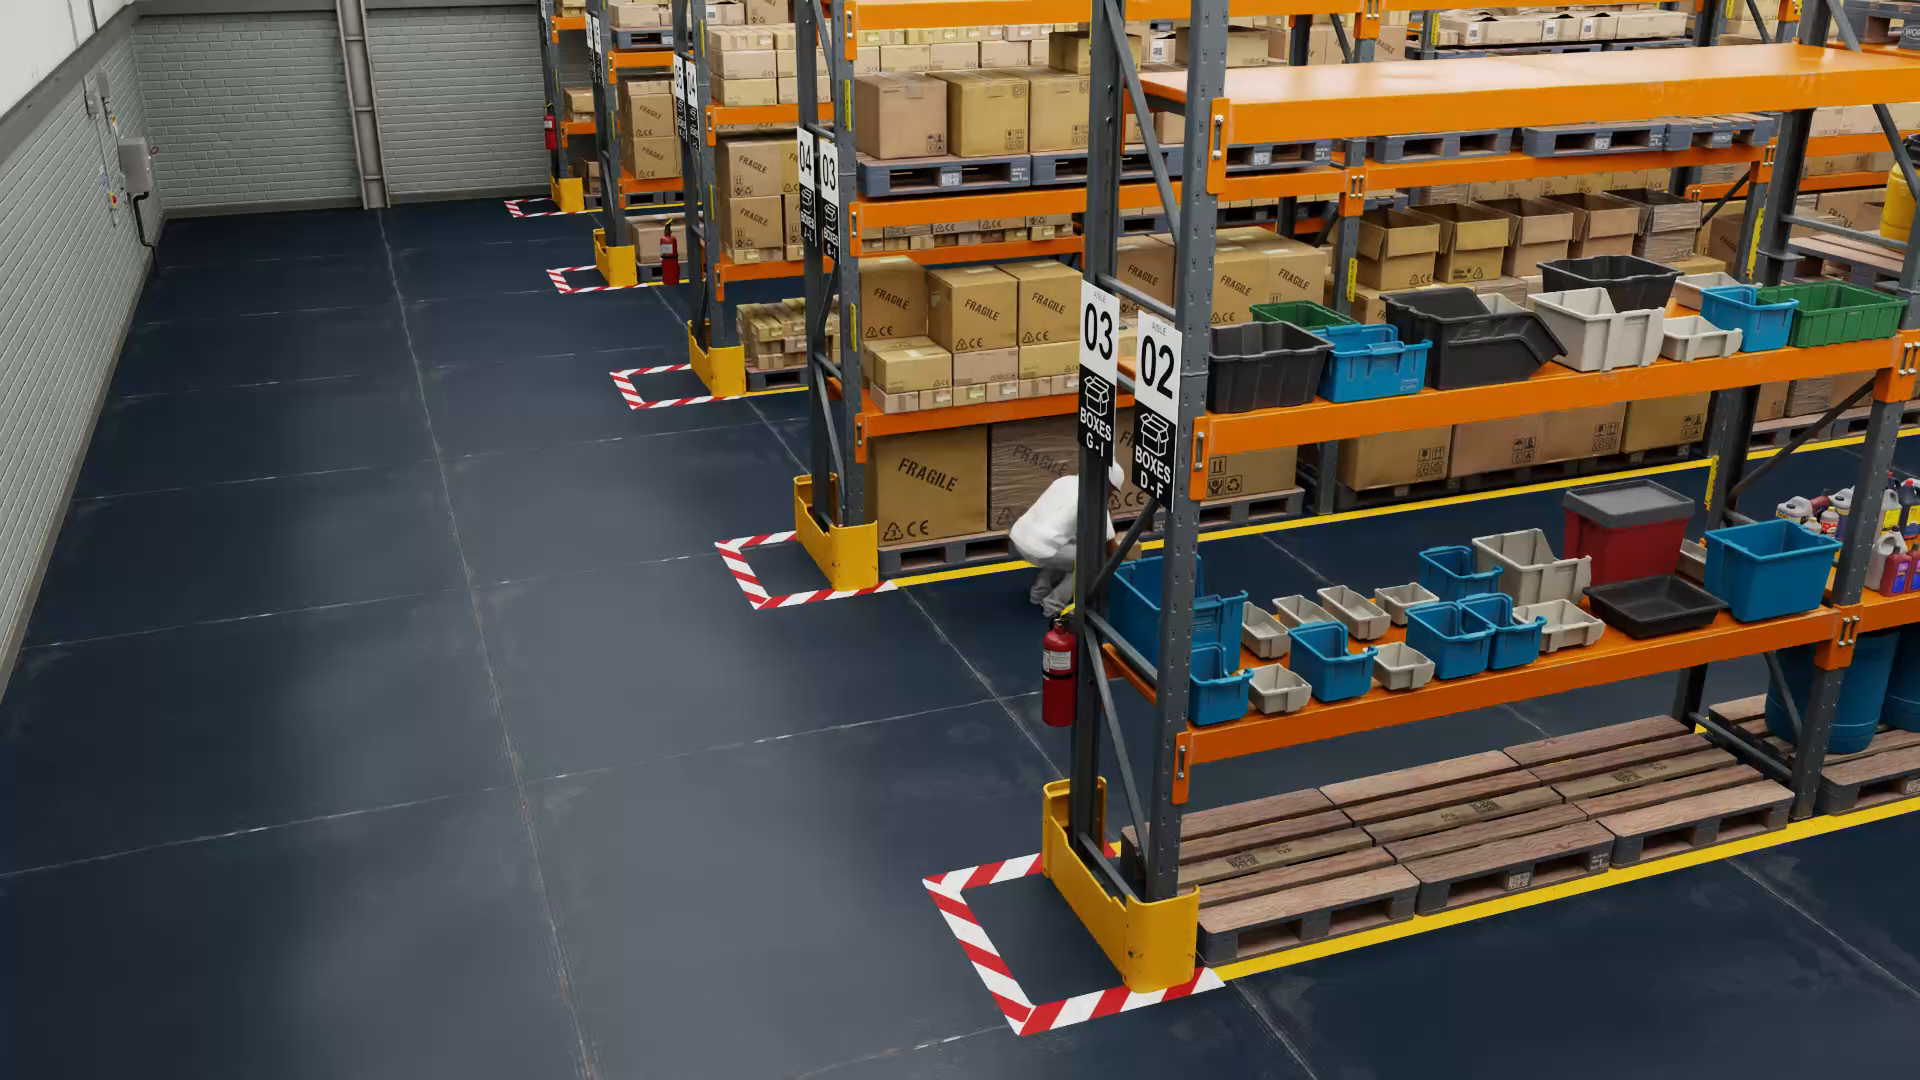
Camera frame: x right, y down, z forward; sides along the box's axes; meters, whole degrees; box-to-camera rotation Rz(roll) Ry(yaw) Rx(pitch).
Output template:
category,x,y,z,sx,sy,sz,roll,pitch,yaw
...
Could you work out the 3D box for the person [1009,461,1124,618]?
category,x,y,z,sx,sy,sz,roll,pitch,yaw
person,0.783,-0.029,11.840,0.892,1.040,0.587,-8,24,-19
